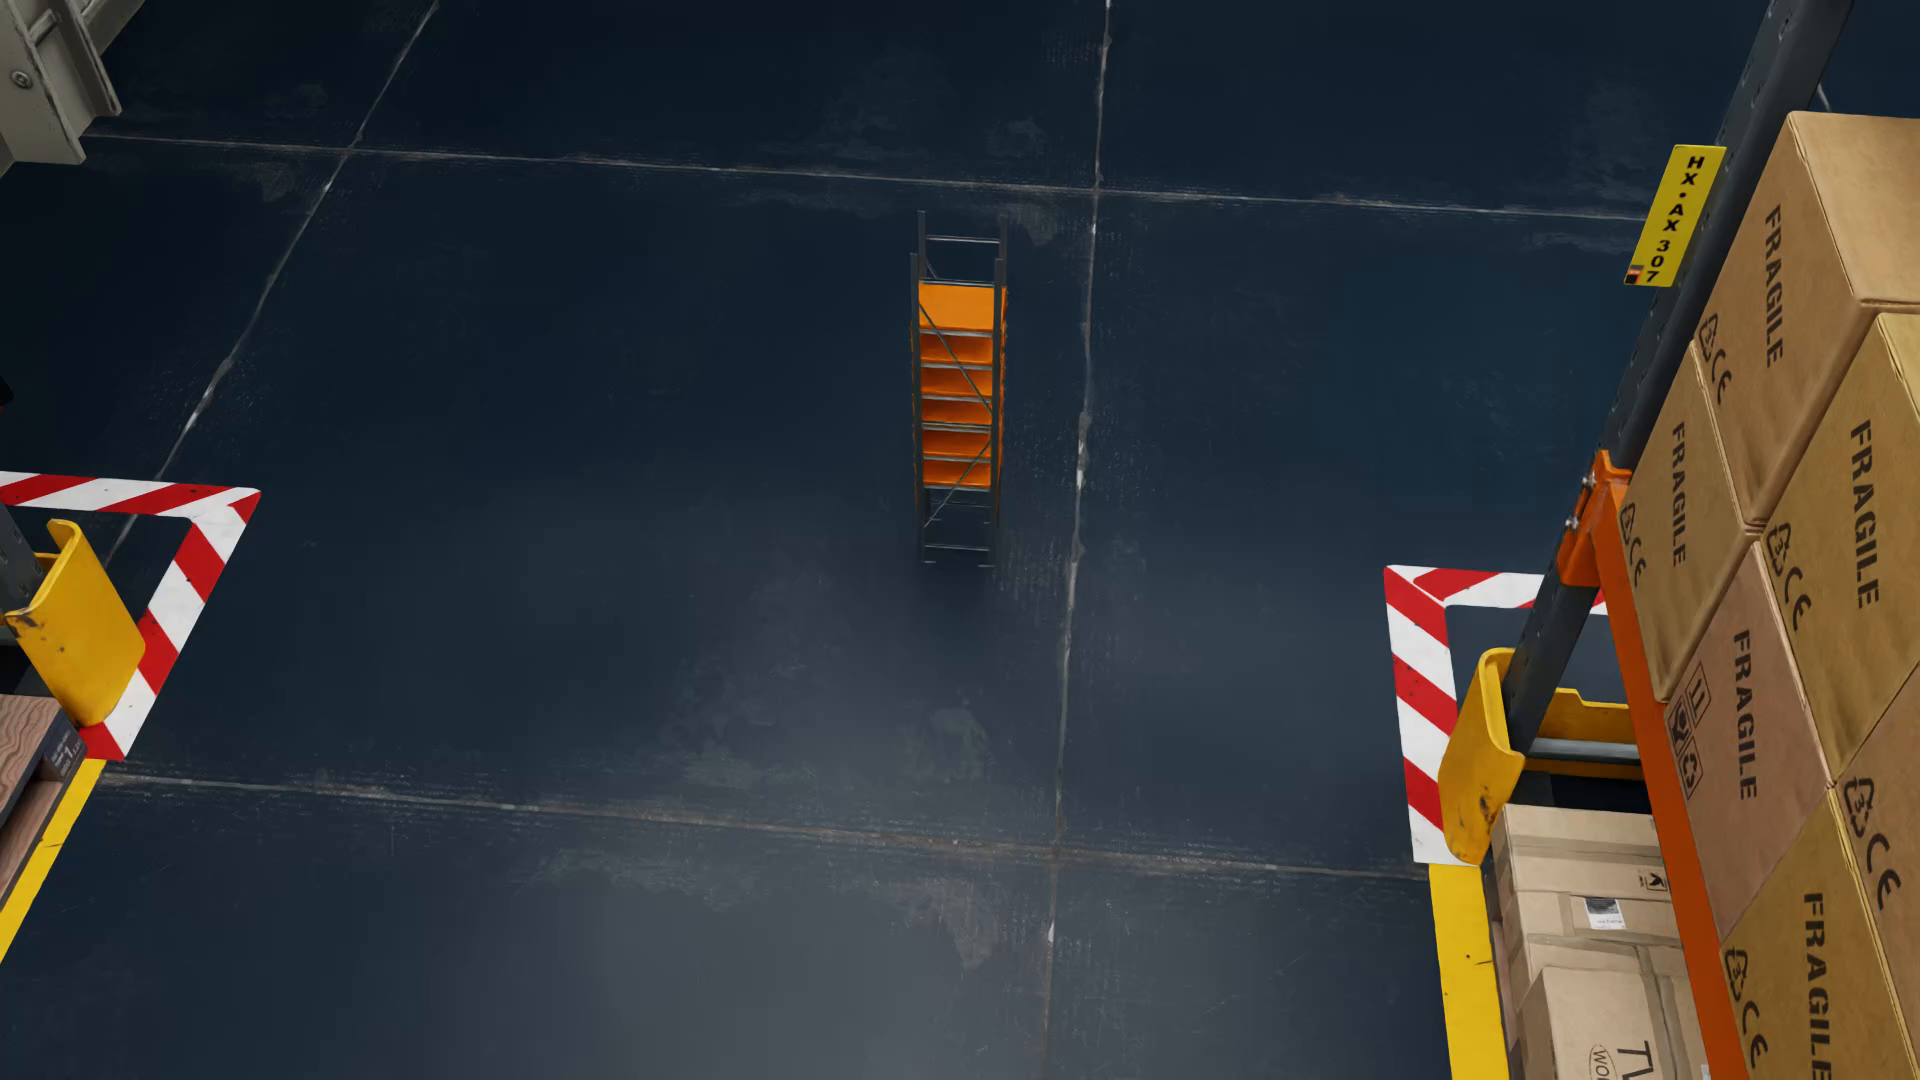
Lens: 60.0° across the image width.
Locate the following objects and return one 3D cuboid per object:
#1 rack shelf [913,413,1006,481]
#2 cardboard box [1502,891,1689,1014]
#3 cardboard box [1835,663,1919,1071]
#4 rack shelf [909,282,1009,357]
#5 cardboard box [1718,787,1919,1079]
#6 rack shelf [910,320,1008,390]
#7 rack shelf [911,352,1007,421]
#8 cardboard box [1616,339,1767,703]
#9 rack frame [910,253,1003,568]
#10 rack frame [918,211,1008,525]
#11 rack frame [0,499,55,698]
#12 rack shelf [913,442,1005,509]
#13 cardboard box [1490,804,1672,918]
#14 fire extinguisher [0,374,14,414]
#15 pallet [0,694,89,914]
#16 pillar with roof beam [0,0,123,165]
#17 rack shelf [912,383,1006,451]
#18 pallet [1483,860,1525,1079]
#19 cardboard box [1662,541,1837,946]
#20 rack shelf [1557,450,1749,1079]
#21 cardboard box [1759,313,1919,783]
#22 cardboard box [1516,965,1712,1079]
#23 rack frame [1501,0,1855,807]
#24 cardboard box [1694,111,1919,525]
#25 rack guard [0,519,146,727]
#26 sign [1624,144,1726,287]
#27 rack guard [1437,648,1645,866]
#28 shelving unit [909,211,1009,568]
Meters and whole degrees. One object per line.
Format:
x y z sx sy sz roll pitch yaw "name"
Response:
-0.001 -0.283 4.919 0.258 0.103 0.180 4 48 4 "rack shelf"
1.511 0.986 3.937 0.380 0.166 0.250 4 48 4 "cardboard box"
1.521 0.399 2.107 0.500 0.500 0.500 4 48 4 "cardboard box"
-0.001 -0.607 4.565 0.258 0.103 0.180 4 48 4 "rack shelf"
1.521 0.733 2.479 0.500 0.500 0.500 4 48 3 "cardboard box"
-0.001 -0.526 4.653 0.258 0.103 0.180 4 48 4 "rack shelf"
-0.001 -0.445 4.742 0.258 0.103 0.180 4 48 4 "rack shelf"
1.611 -0.015 3.163 0.500 0.500 0.500 5 48 4 "cardboard box"
-0.010 -0.327 4.736 0.240 1.200 0.006 4 48 4 "rack frame"
0.007 -0.462 4.859 0.240 1.200 0.006 4 48 4 "rack frame"
-3.019 -0.620 3.785 1.000 3.000 0.127 4 48 4 "rack frame"
-0.001 -0.202 5.007 0.258 0.103 0.180 4 48 4 "rack shelf"
1.534 0.808 4.112 0.380 0.149 0.250 4 48 4 "cardboard box"
-2.546 -0.548 4.024 0.296 0.674 0.183 4 48 4 "fire extinguisher"
-3.014 0.914 4.271 1.003 0.211 1.213 4 48 4 "pallet"
0.653 -4.398 3.174 9.100 9.000 0.400 4 48 4 "pillar with roof beam"
-0.001 -0.364 4.830 0.258 0.103 0.180 4 48 4 "rack shelf"
1.836 1.293 3.924 1.003 0.211 1.213 4 48 4 "pallet"
1.570 0.364 2.816 0.500 0.500 0.500 3 48 3 "cardboard box"
1.732 1.423 2.404 1.077 0.370 4.000 4 48 4 "rack shelf"
1.571 0.032 2.443 0.500 0.500 0.500 4 48 4 "cardboard box"
1.537 1.238 3.651 0.500 0.250 0.500 4 48 4 "cardboard box"
1.914 -0.290 3.482 1.000 3.000 0.127 4 48 4 "rack frame"
1.611 -0.353 2.794 0.500 0.500 0.500 5 48 5 "cardboard box"
-3.017 0.206 4.723 1.175 0.500 0.348 4 48 4 "rack guard"
1.374 -0.618 3.196 0.100 0.325 0.005 4 48 4 "sign"
1.907 0.610 4.354 1.175 0.500 0.348 4 48 4 "rack guard"
-0.001 -0.394 4.798 0.258 1.200 0.189 4 48 4 "shelving unit"
